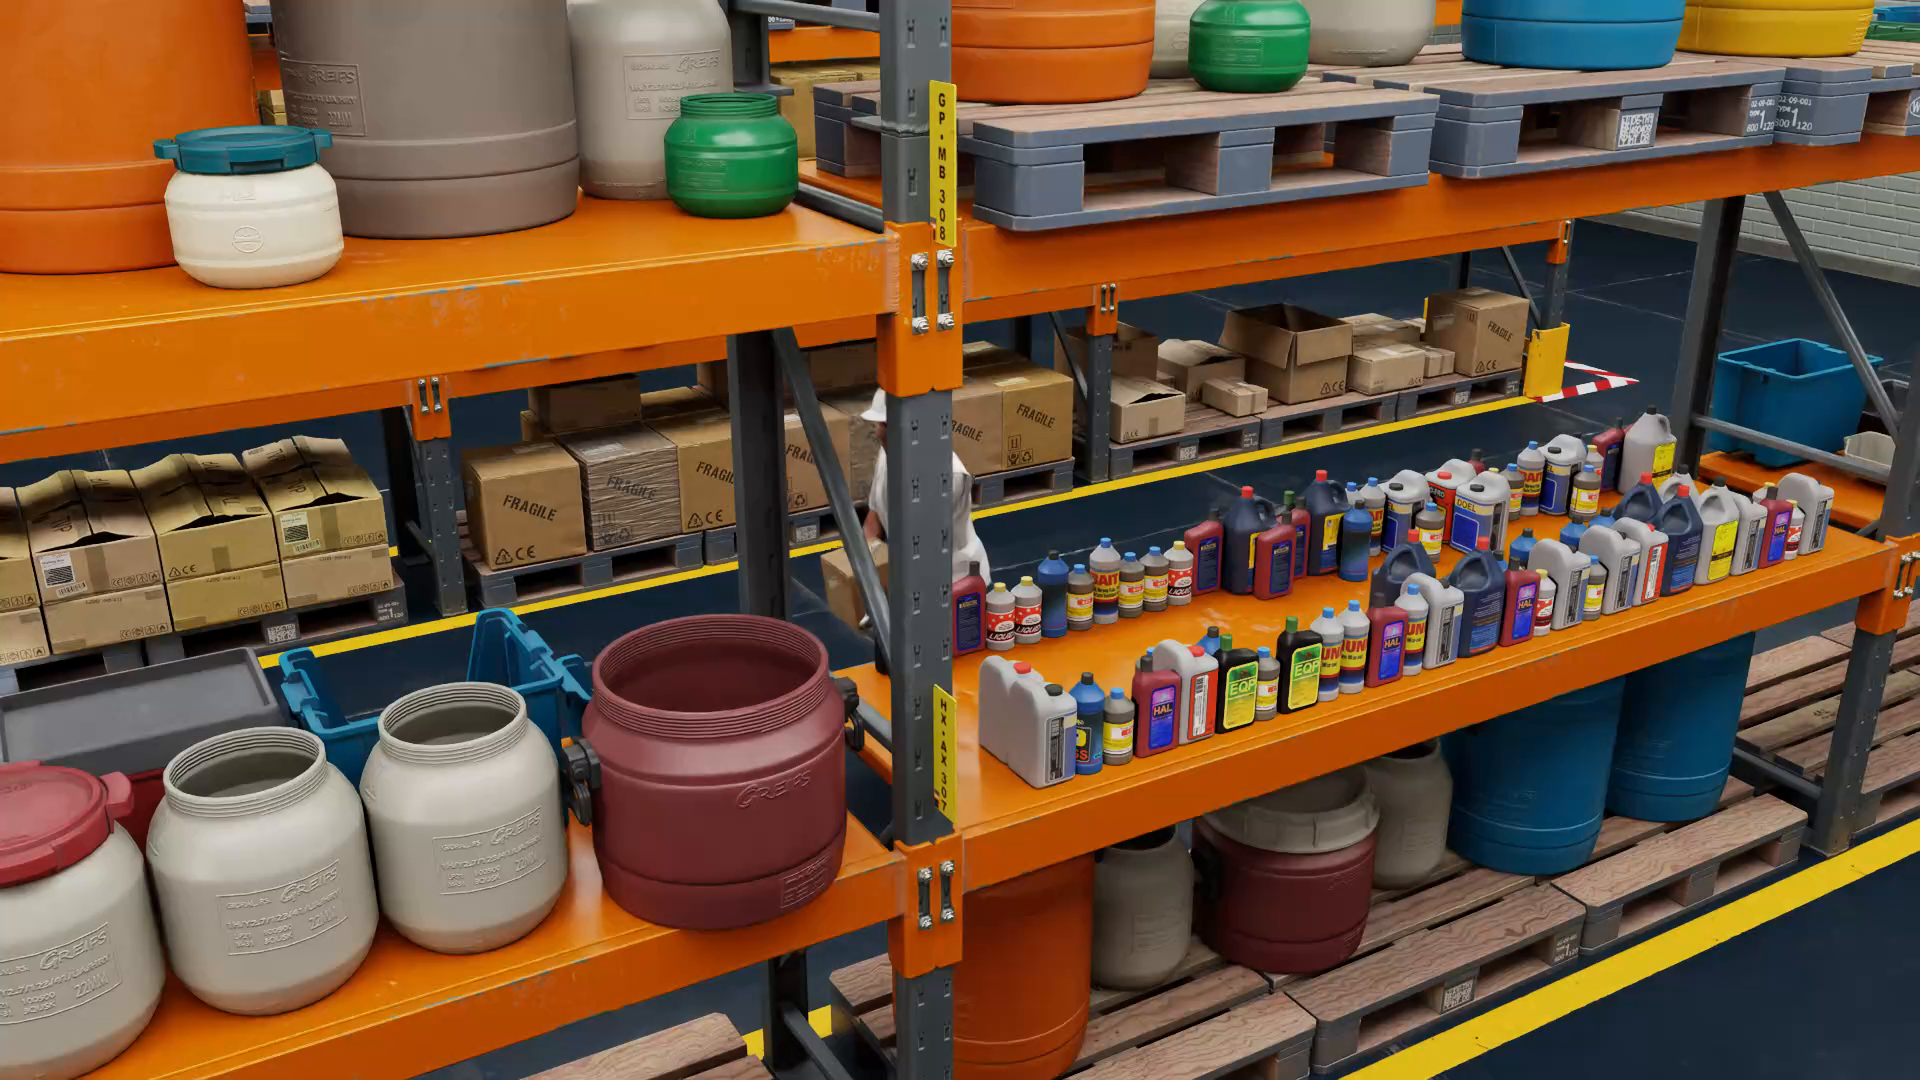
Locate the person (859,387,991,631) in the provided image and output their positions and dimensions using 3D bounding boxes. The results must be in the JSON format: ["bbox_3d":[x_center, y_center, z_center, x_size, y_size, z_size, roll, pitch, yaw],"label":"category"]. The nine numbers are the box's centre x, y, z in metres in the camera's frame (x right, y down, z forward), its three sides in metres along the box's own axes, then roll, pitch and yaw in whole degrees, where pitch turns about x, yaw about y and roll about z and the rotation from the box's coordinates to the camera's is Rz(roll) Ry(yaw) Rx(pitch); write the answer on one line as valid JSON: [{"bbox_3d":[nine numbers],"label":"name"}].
[{"bbox_3d":[-0.183,0.200,6.585,0.603,1.758,0.490,-12,25,-28],"label":"person"}]
